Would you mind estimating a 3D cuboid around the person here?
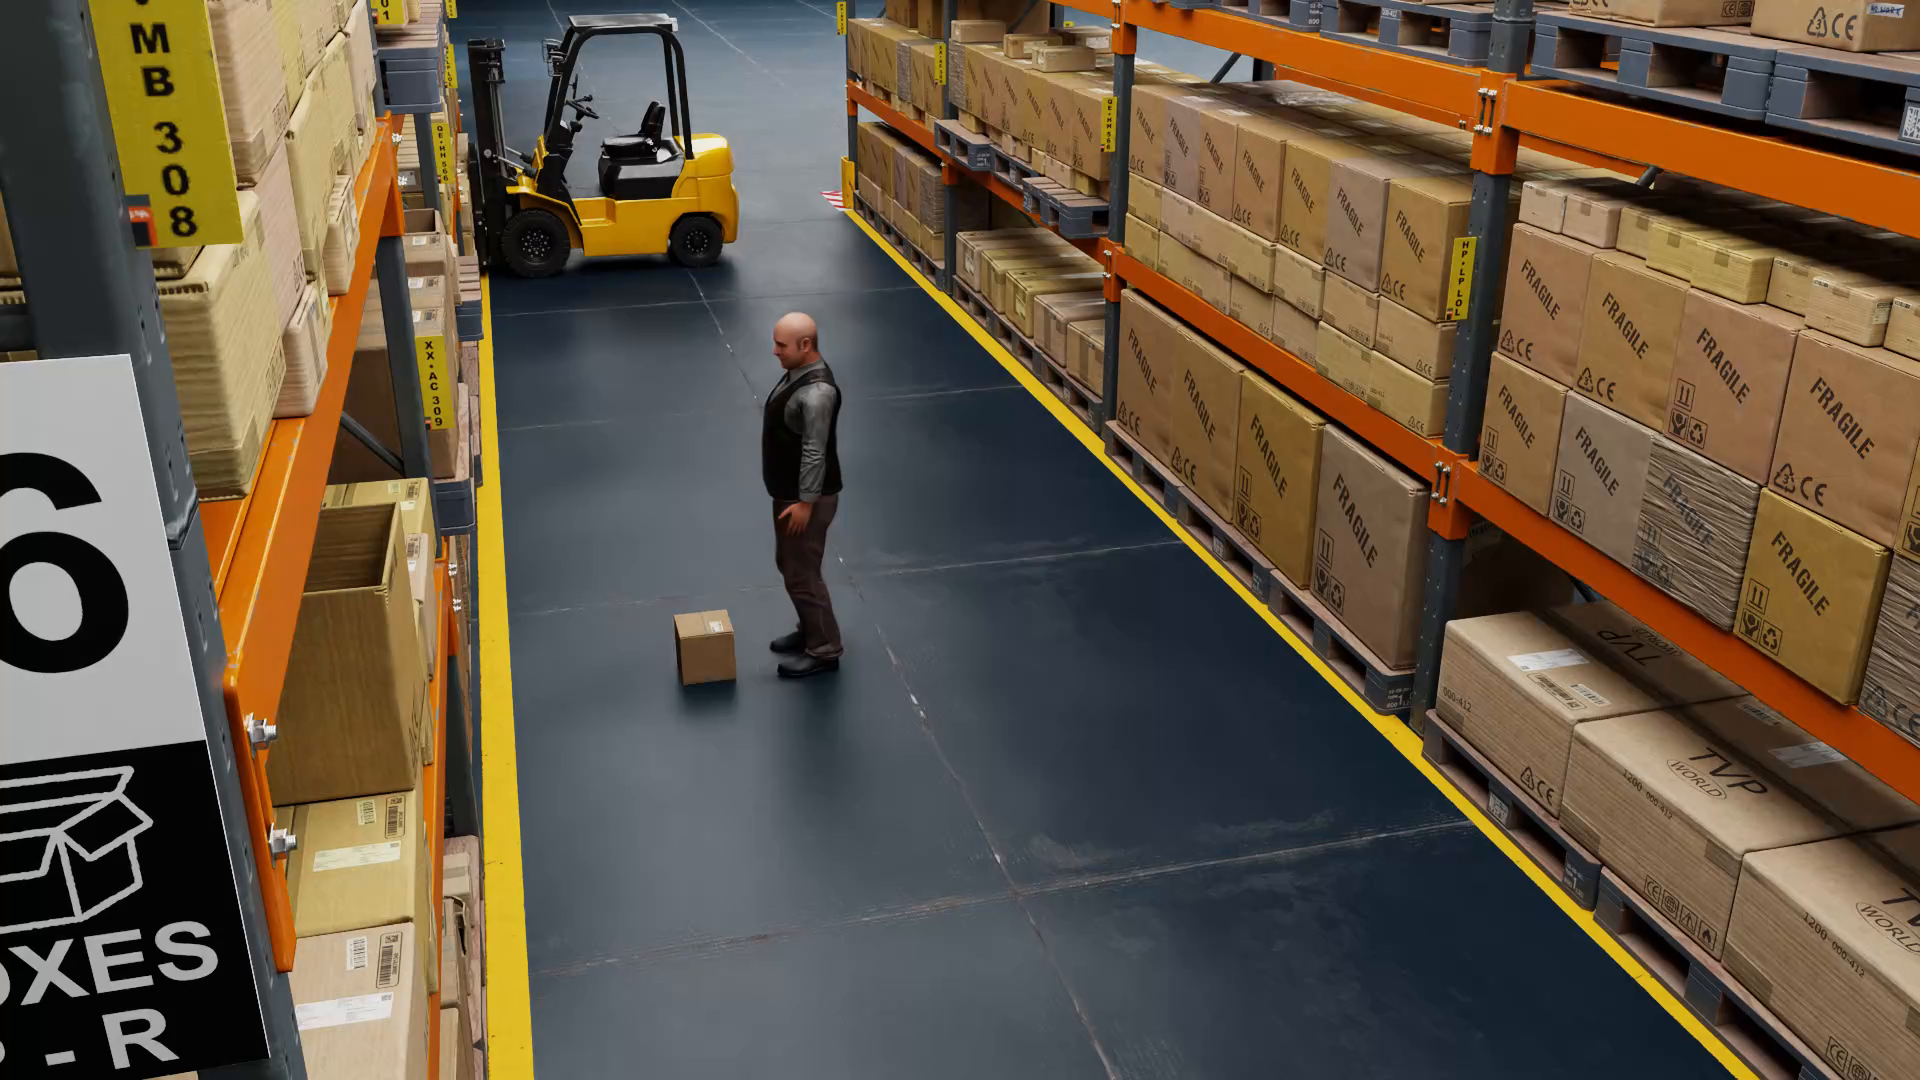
[{"bbox_3d":[-0.720,-0.207,7.642,0.357,1.719,0.533,-6,23,-13],"label":"person"}]
